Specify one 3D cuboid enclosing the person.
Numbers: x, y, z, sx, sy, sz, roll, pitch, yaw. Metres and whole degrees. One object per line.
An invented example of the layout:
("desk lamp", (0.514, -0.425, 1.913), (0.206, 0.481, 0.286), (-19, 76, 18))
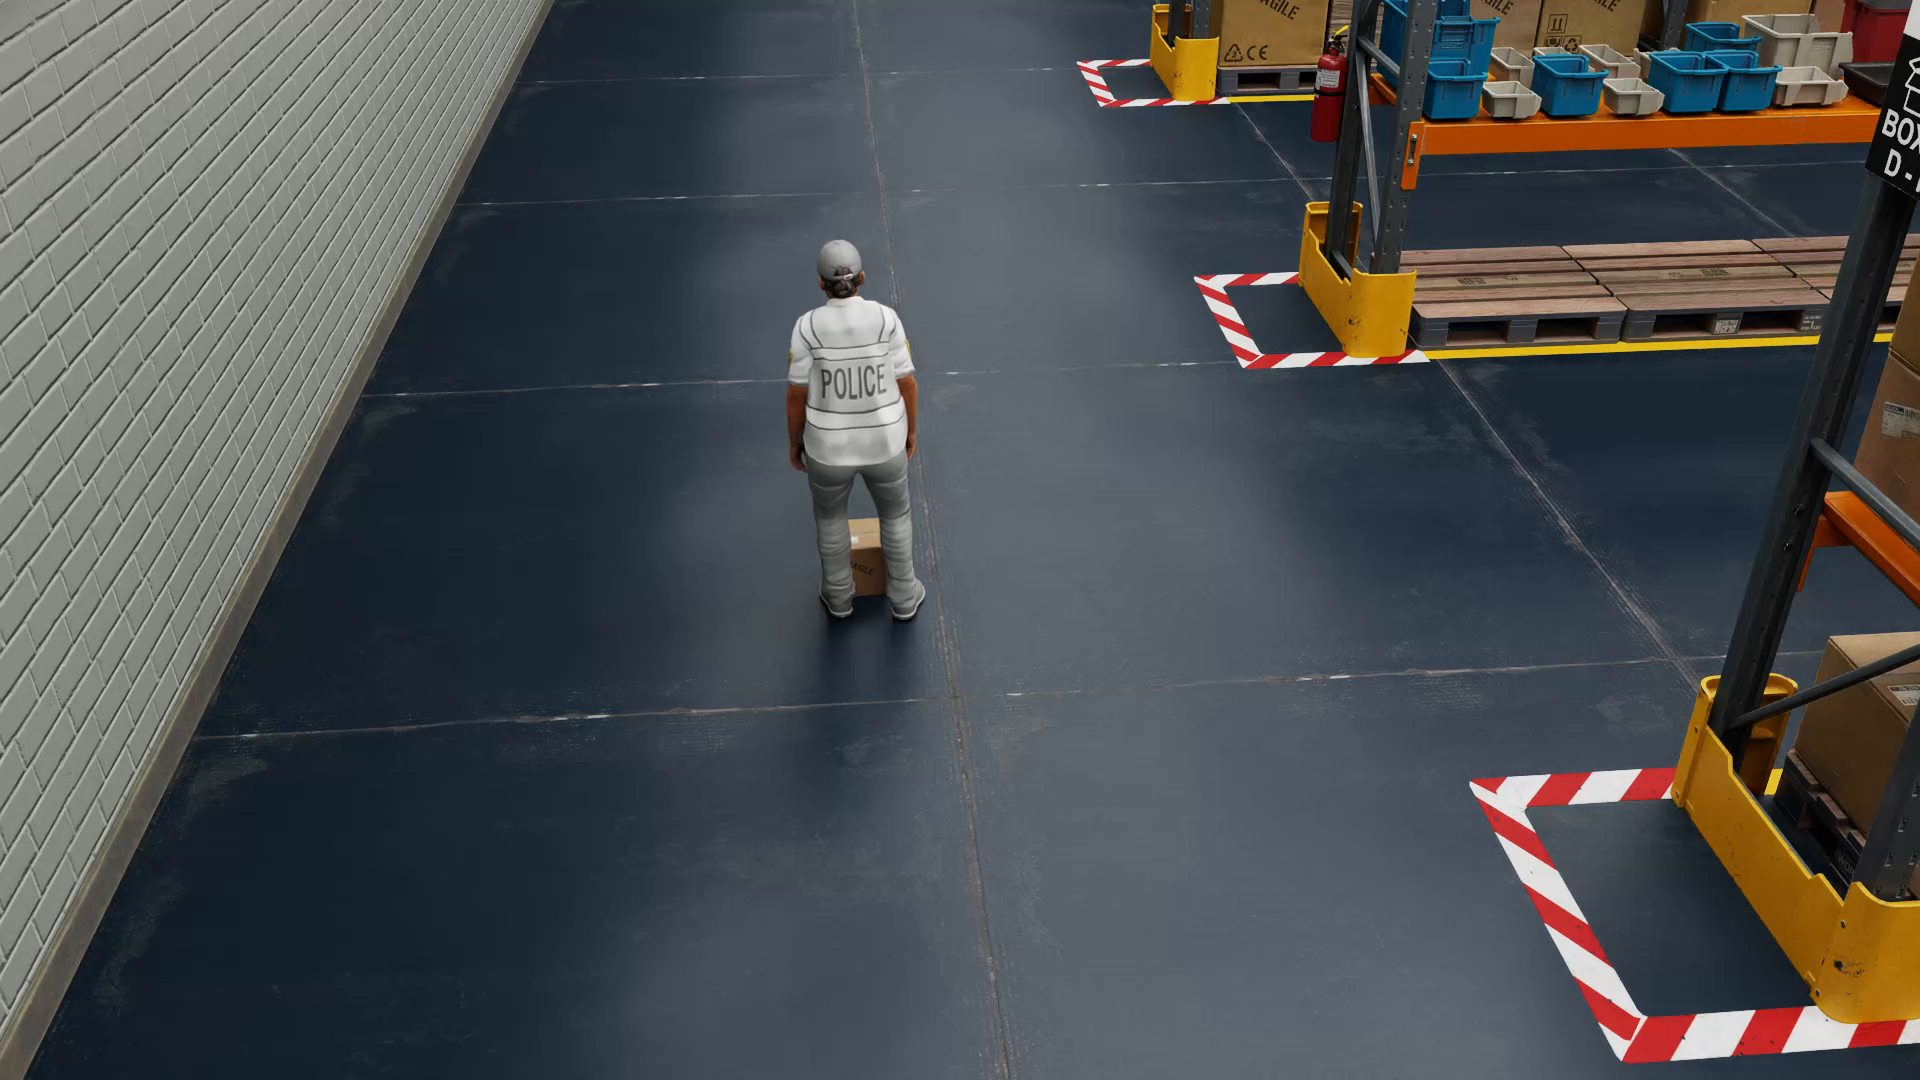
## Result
("person", (-0.422, -0.414, 6.808), (0.563, 1.666, 0.469), (-5, 32, -7))
